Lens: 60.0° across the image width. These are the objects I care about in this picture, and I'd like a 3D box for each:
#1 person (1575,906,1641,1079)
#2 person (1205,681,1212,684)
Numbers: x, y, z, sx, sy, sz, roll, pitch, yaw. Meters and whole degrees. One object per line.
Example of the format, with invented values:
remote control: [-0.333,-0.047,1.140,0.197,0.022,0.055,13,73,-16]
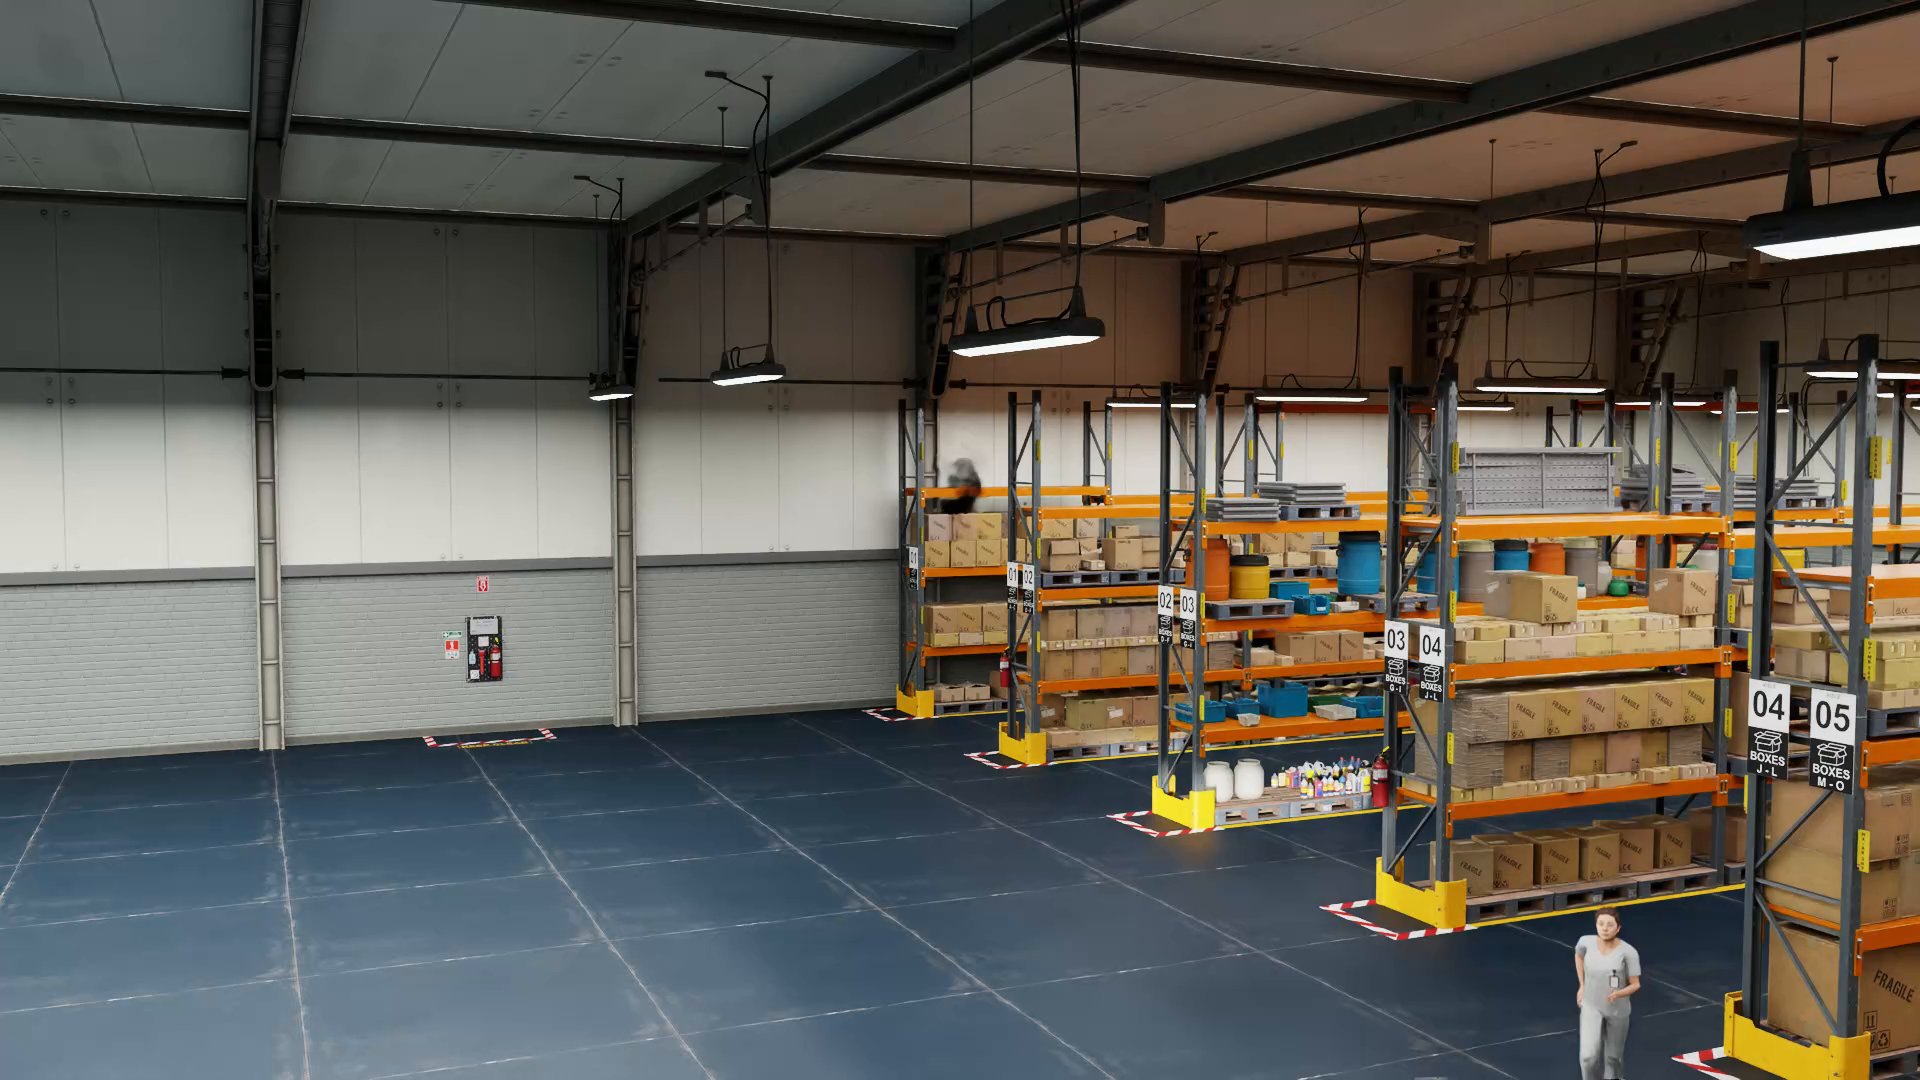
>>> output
person: [4.917,3.602,12.649,0.481,1.689,0.846,1,4,24]
person: [4.400,2.465,30.284,1.002,1.774,0.659,-1,4,-23]
